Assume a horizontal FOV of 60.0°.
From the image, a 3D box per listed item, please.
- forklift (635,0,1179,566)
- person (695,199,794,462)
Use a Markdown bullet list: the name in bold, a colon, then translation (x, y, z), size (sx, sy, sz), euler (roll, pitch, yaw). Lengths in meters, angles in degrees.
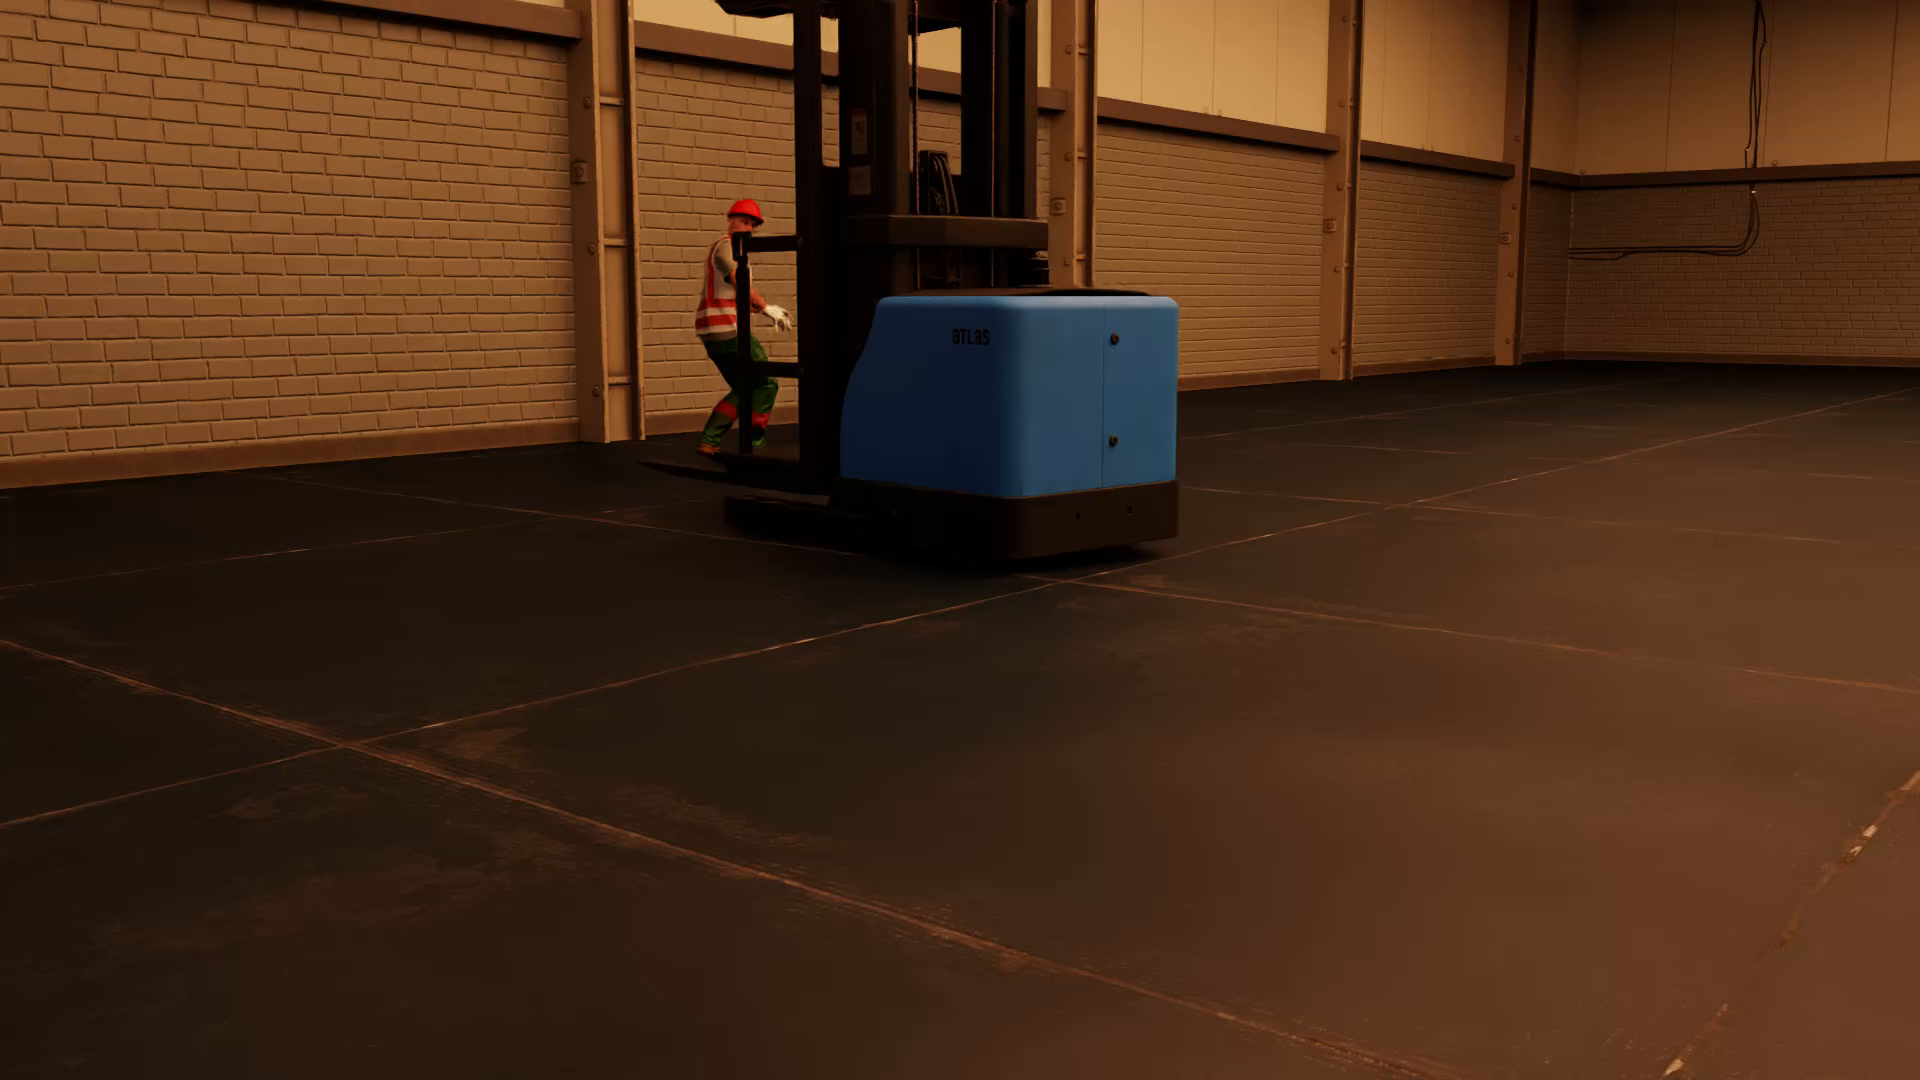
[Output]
- **forklift**: translation (-0.438, -1.511, 7.606), size (1.130, 2.935, 3.031), euler (-7, 11, -42)
- **person**: translation (-1.301, -1.310, 10.543), size (0.744, 1.673, 0.838), euler (-5, 10, -29)
